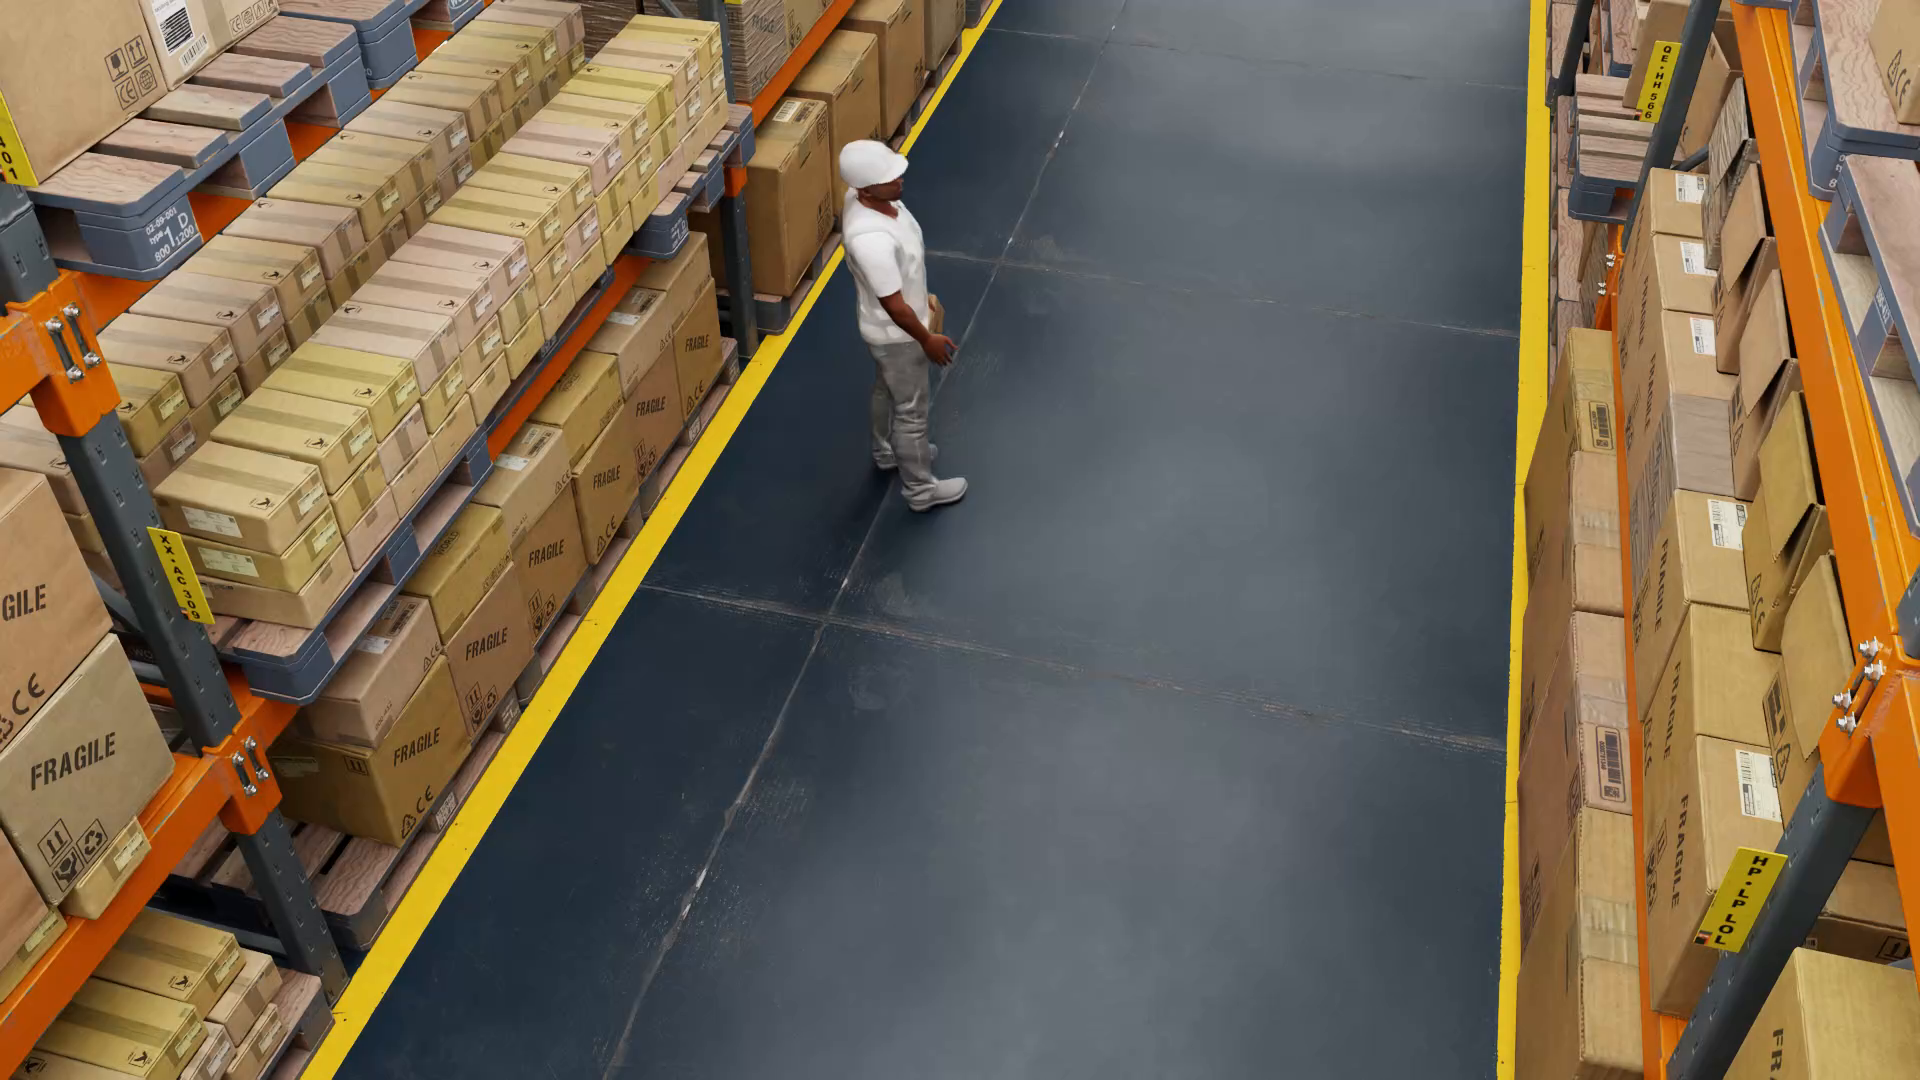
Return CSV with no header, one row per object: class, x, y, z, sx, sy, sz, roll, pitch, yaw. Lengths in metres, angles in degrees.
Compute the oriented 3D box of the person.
person,-0.229,-0.945,7.230,0.521,1.769,0.563,-3,41,-3
